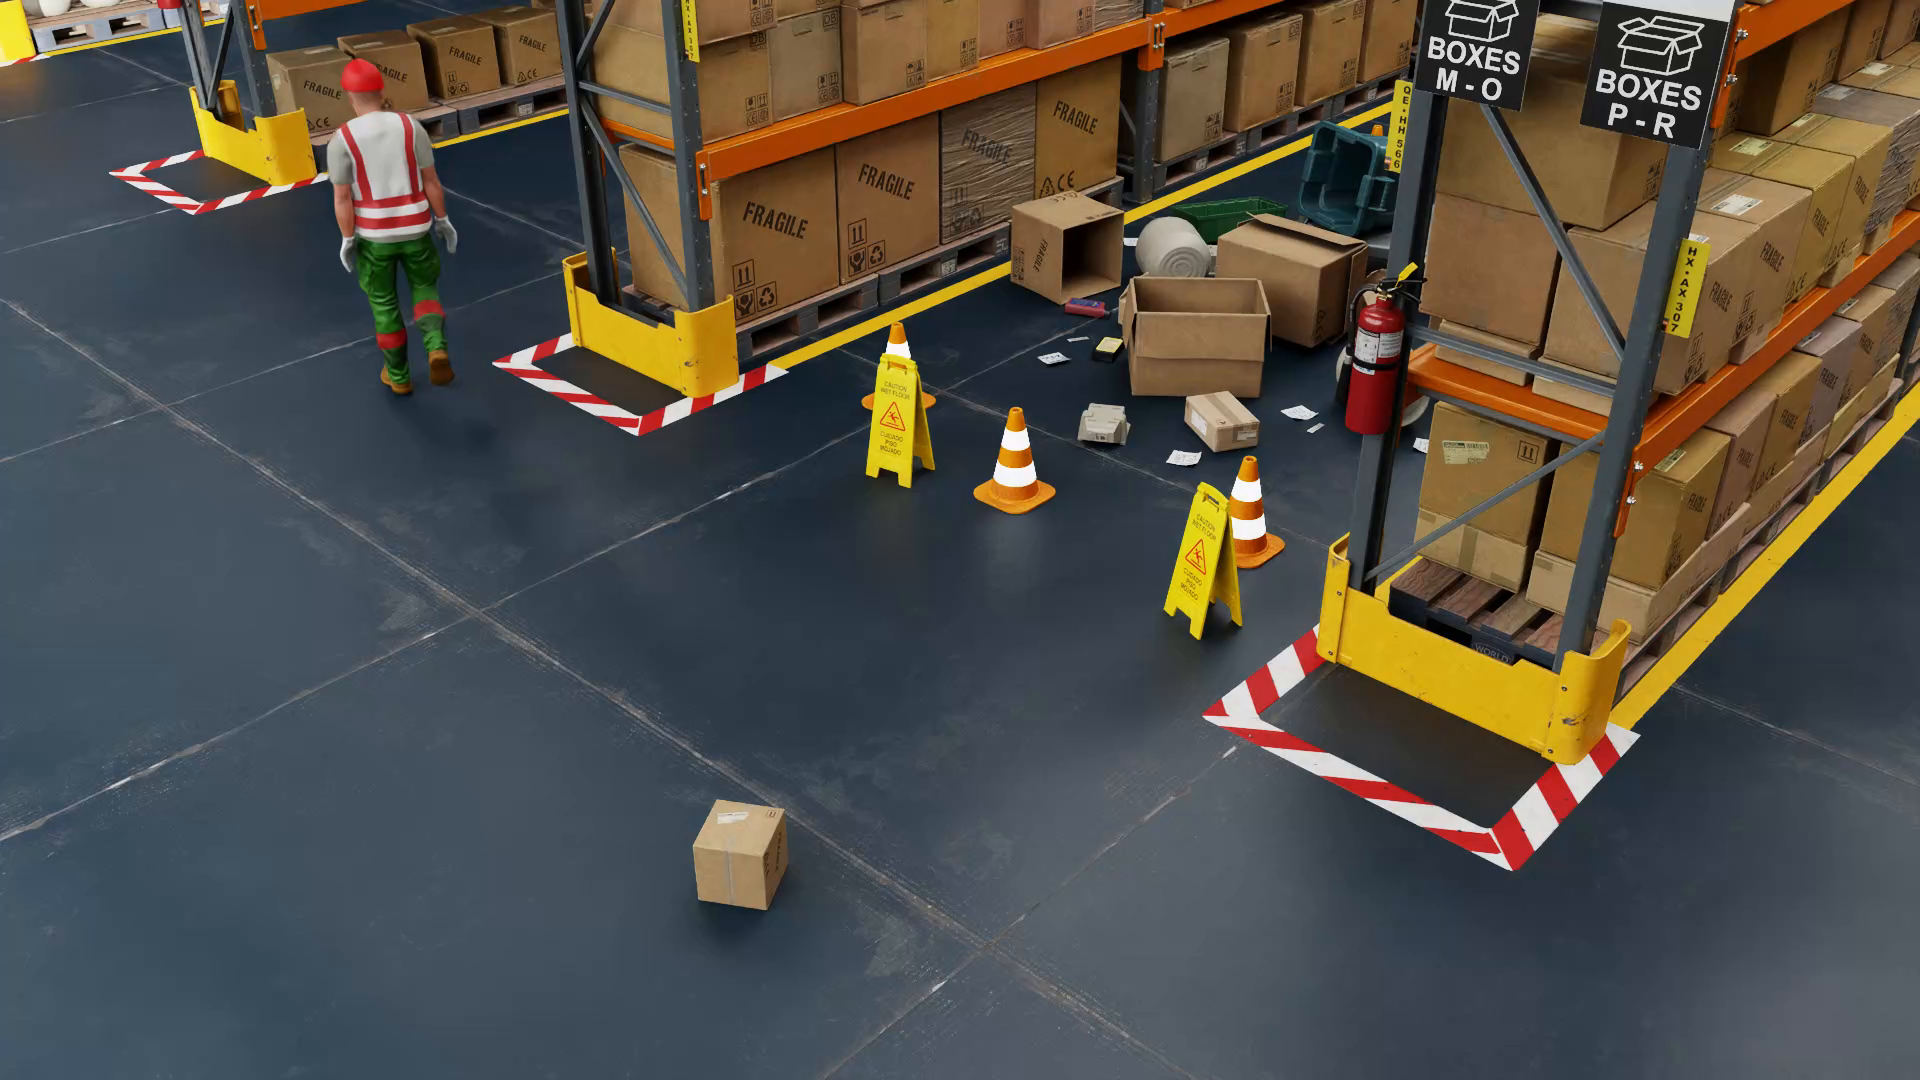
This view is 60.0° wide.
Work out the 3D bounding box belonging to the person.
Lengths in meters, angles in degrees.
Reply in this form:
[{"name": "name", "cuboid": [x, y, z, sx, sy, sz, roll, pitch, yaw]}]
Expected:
[{"name": "person", "cuboid": [-2.949, -1.602, 8.728, 0.604, 1.778, 0.572, -17, 35, -26]}]
